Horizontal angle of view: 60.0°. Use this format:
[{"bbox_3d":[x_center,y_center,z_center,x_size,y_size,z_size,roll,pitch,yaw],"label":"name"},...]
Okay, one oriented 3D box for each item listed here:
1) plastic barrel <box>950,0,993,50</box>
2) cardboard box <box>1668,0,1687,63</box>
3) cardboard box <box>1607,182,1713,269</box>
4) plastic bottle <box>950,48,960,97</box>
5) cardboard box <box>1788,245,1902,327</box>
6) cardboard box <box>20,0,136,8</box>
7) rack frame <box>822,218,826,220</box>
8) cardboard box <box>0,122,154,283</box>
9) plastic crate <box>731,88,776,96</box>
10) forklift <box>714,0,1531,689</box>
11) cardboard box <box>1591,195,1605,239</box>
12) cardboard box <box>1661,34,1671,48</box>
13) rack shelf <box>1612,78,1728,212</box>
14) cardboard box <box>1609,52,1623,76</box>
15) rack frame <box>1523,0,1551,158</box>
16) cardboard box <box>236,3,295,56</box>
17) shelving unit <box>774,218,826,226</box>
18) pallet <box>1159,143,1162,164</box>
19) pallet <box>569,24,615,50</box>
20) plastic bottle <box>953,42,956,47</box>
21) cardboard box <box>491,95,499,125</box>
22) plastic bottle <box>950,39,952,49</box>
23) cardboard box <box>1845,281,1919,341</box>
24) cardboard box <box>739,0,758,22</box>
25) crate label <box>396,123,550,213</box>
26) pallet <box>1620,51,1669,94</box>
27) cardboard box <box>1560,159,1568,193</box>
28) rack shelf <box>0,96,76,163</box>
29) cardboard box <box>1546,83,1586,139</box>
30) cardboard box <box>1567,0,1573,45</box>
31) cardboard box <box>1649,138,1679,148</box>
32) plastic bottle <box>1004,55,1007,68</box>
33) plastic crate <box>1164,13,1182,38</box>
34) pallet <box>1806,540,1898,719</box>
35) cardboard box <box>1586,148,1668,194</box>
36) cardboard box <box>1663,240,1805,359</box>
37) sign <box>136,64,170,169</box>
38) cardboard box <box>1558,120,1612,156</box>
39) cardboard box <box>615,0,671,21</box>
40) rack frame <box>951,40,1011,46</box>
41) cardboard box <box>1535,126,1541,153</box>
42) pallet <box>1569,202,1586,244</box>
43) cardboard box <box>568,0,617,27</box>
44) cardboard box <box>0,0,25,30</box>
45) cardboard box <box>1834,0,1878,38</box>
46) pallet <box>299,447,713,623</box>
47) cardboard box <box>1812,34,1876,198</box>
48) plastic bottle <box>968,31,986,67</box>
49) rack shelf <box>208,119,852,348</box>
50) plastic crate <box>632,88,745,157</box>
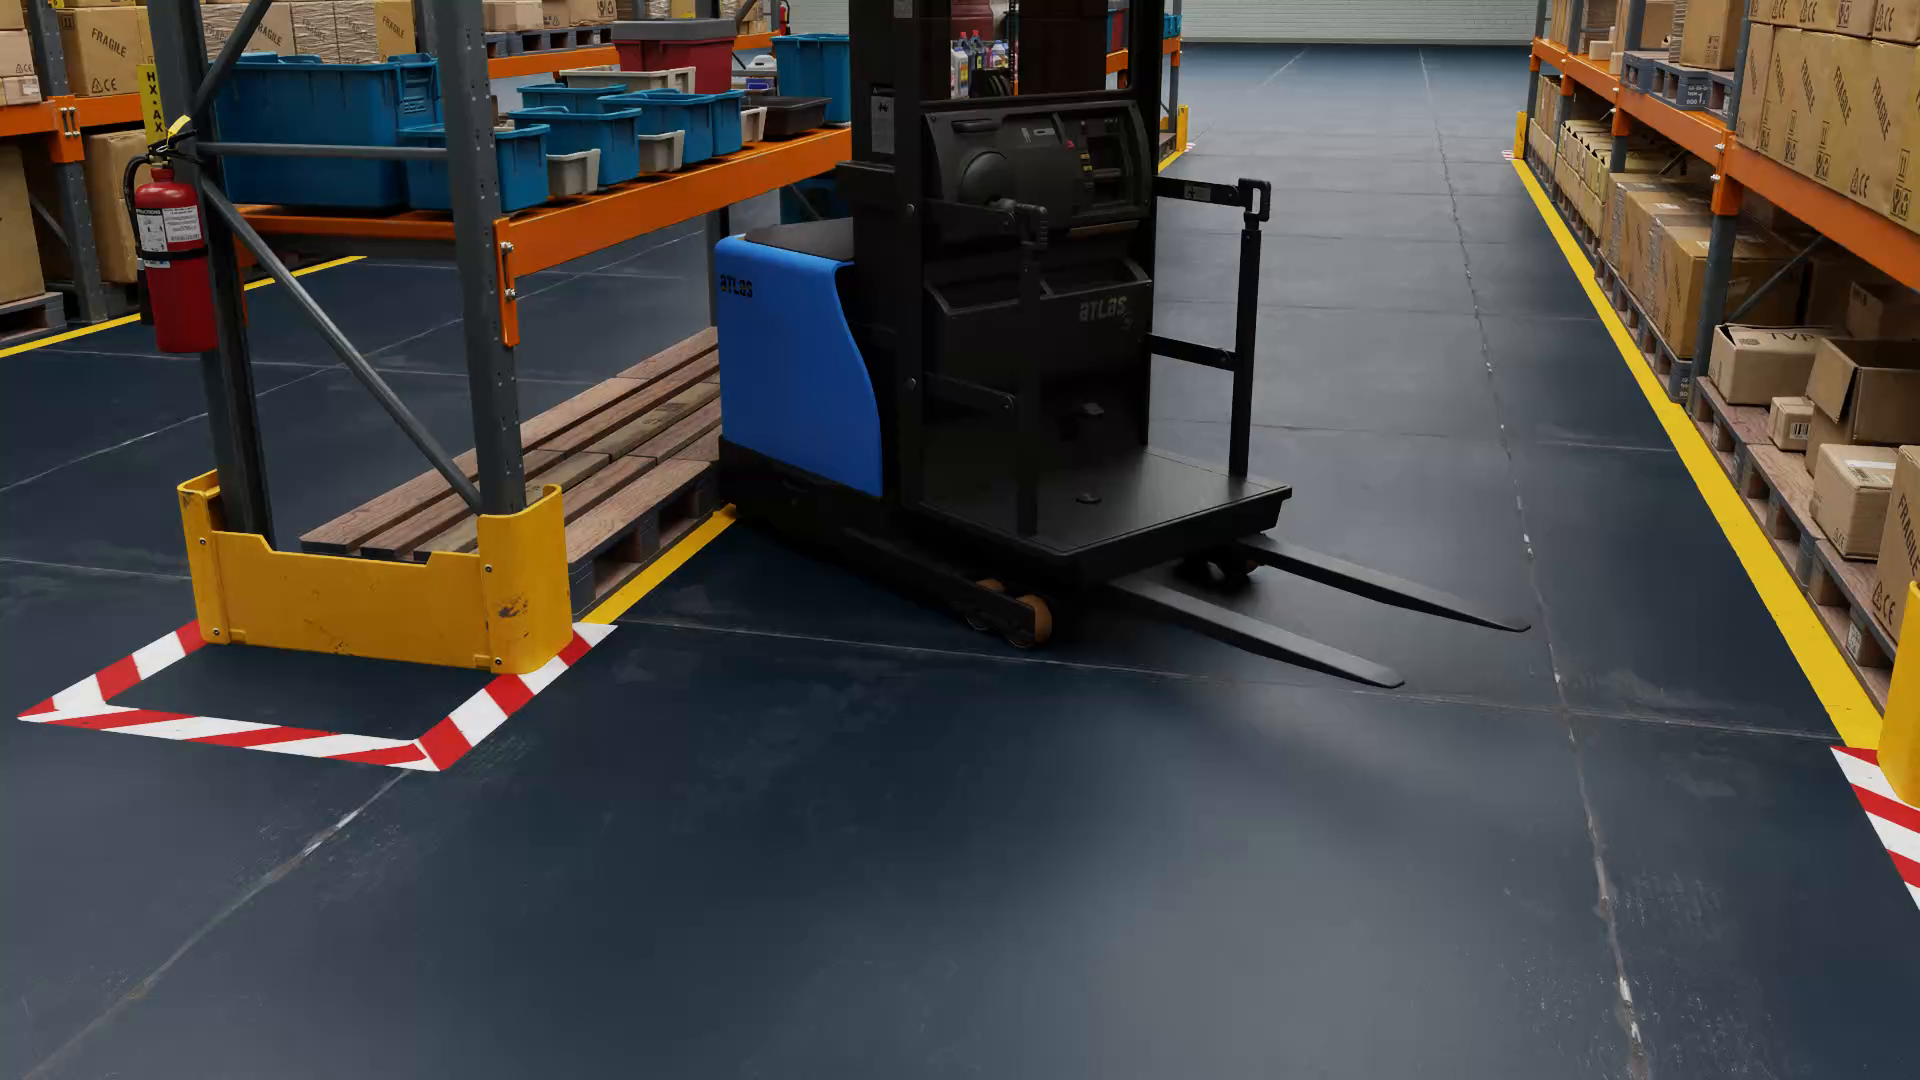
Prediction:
[{"bbox_3d":[-0.050,-3.858,12.632,0.600,0.536,0.708,5,19,13],"label":"plastic barrel"},{"bbox_3d":[4.480,-3.000,9.527,0.700,0.500,0.500,9,21,24],"label":"cardboard box"},{"bbox_3d":[4.422,-1.973,10.509,0.500,0.500,0.500,4,19,11],"label":"cardboard box"},{"bbox_3d":[-0.081,-2.790,9.907,0.152,0.276,0.135,5,19,13],"label":"plastic bottle"},{"bbox_3d":[4.310,-1.136,8.060,0.500,0.500,0.500,4,19,11],"label":"cardboard box"},{"bbox_3d":[-5.502,-3.485,10.043,0.797,0.503,0.637,4,19,12],"label":"cardboard box"},{"bbox_3d":[-0.494,-0.792,6.883,0.008,1.050,0.200,-17,25,-40],"label":"rack frame"},{"bbox_3d":[-5.513,-2.157,10.501,1.225,0.875,0.875,5,19,14],"label":"cardboard box"},{"bbox_3d":[-1.099,-2.140,8.127,0.396,0.136,0.243,5,19,13],"label":"plastic crate"},{"bbox_3d":[0.408,-1.232,5.259,1.130,2.935,3.031,-15,24,-38],"label":"forklift"},{"bbox_3d":[4.825,-2.314,11.925,0.500,0.250,0.500,5,20,15],"label":"cardboard box"},{"bbox_3d":[5.064,-3.301,11.348,0.500,0.311,0.500,6,20,17],"label":"cardboard box"},{"bbox_3d":[4.444,-2.265,9.291,1.077,0.370,4.000,5,19,13],"label":"rack shelf"},{"bbox_3d":[4.885,-3.417,11.940,0.380,0.149,0.250,5,19,13],"label":"cardboard box"},{"bbox_3d":[6.887,-5.740,18.351,1.000,3.000,0.127,5,19,13],"label":"rack frame"},{"bbox_3d":[-4.929,-3.411,11.377,0.500,0.500,0.500,5,19,14],"label":"cardboard box"},{"bbox_3d":[-0.583,-0.766,6.805,0.252,1.050,0.215,-17,25,-40],"label":"shelving unit"},{"bbox_3d":[1.608,-4.149,18.009,1.003,0.211,1.213,5,19,13],"label":"pallet"},{"bbox_3d":[-4.023,-4.951,16.337,1.003,0.211,1.213,5,19,13],"label":"pallet"},{"bbox_3d":[-0.019,-3.004,10.522,0.061,0.283,0.133,5,19,13],"label":"plastic bottle"},{"bbox_3d":[-4.418,-3.775,14.626,0.500,0.250,0.500,7,20,20],"label":"cardboard box"},{"bbox_3d":[-0.141,-3.444,11.821,0.152,0.276,0.135,5,19,13],"label":"plastic bottle"},{"bbox_3d":[4.091,-0.803,7.084,0.500,0.500,0.500,5,19,13],"label":"cardboard box"},{"bbox_3d":[-2.885,-6.375,19.596,0.875,0.500,0.500,5,19,13],"label":"cardboard box"},{"bbox_3d":[-1.445,-1.118,4.985,0.416,0.233,0.303,5,19,13],"label":"crate label"},{"bbox_3d":[4.835,-2.923,10.403,1.213,0.211,1.003,5,19,13],"label":"pallet"},{"bbox_3d":[5.445,-3.116,14.275,0.500,0.250,0.500,5,20,15],"label":"cardboard box"},{"bbox_3d":[-6.138,-1.795,7.914,1.077,0.370,4.000,5,19,13],"label":"rack shelf"},{"bbox_3d":[6.063,-4.214,16.328,0.500,0.500,0.500,5,19,13],"label":"cardboard box"},{"bbox_3d":[6.261,-4.996,16.018,0.700,0.500,0.500,5,19,14],"label":"cardboard box"},{"bbox_3d":[5.718,-3.022,13.132,0.500,0.311,0.500,4,19,13],"label":"cardboard box"},{"bbox_3d":[0.272,-3.171,11.139,0.097,0.201,0.097,0,19,0],"label":"plastic bottle"},{"bbox_3d":[2.253,-5.881,18.995,0.499,0.251,0.616,5,19,13],"label":"plastic crate"},{"bbox_3d":[3.191,0.321,4.921,1.003,0.211,1.213,5,19,13],"label":"pallet"},{"bbox_3d":[4.943,-2.742,12.312,0.500,0.311,0.500,4,19,13],"label":"cardboard box"},{"bbox_3d":[3.798,-1.181,8.191,0.500,0.500,0.500,5,19,13],"label":"cardboard box"},{"bbox_3d":[-2.362,-1.233,4.903,0.100,0.325,0.005,5,19,13],"label":"sign"},{"bbox_3d":[5.568,-3.539,14.645,0.500,0.311,0.500,5,19,14],"label":"cardboard box"},{"bbox_3d":[-3.525,-5.594,17.309,0.875,0.500,0.500,5,19,13],"label":"cardboard box"},{"bbox_3d":[0.130,-3.625,12.158,1.000,3.000,0.127,5,19,13],"label":"rack frame"},{"bbox_3d":[6.299,-4.173,17.368,0.500,0.250,0.500,5,19,13],"label":"cardboard box"},{"bbox_3d":[5.472,-2.549,13.323,1.003,0.211,1.213,5,19,13],"label":"pallet"},{"bbox_3d":[-4.025,-5.514,16.113,1.000,1.000,1.000,5,19,14],"label":"cardboard box"},{"bbox_3d":[-5.503,-3.021,9.004,0.500,0.500,0.500,5,20,15],"label":"cardboard box"},{"bbox_3d":[3.191,-1.889,5.375,0.500,0.500,0.500,5,20,15],"label":"cardboard box"},{"bbox_3d":[-1.585,-0.053,6.016,1.003,0.211,1.213,5,19,13],"label":"pallet"},{"bbox_3d":[3.198,-1.411,5.522,0.500,0.500,0.500,4,19,13],"label":"cardboard box"},{"bbox_3d":[0.087,-3.036,10.511,0.144,0.351,0.185,5,19,13],"label":"plastic bottle"},{"bbox_3d":[-1.335,-1.403,6.769,1.077,0.370,4.000,5,19,13],"label":"rack shelf"},{"bbox_3d":[-1.050,-1.624,6.469,0.416,0.233,0.300,5,19,13],"label":"plastic crate"}]
